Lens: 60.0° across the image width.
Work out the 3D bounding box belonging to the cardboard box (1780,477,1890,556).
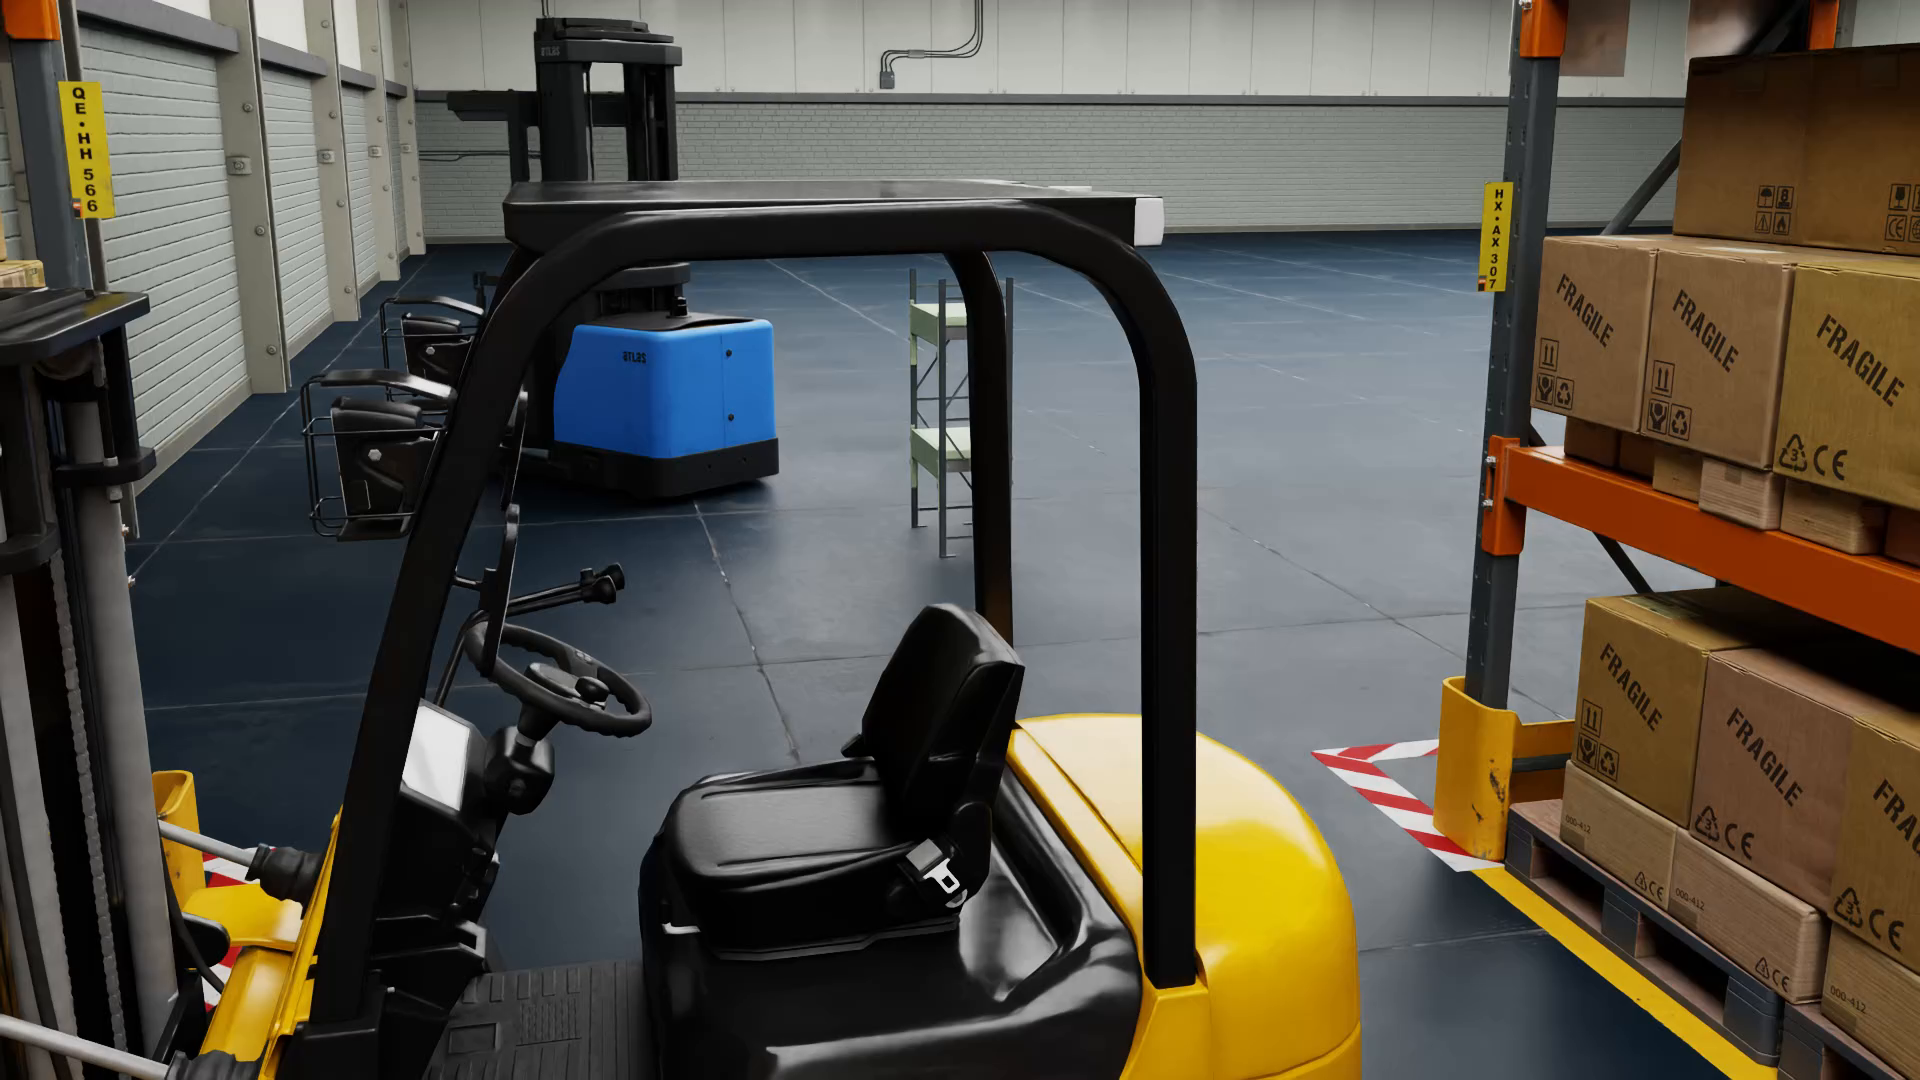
[{"bbox_3d":[2.196,-0.073,3.936,0.380,0.149,0.250,-3,14,-12],"label":"cardboard box"}]

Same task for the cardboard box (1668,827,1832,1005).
[{"bbox_3d":[2.185,0.924,4.233,0.500,0.250,0.500,-3,14,-11],"label":"cardboard box"}]

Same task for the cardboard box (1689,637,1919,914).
[{"bbox_3d":[2.206,0.568,4.112,0.500,0.500,0.500,-4,14,-15],"label":"cardboard box"}]

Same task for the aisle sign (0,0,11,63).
[{"bbox_3d":[-2.402,-1.544,3.949,0.394,0.787,0.004,-3,14,-13],"label":"aisle sign"}]

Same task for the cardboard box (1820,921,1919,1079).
[{"bbox_3d":[2.326,1.049,3.720,0.500,0.250,0.500,-2,14,-9],"label":"cardboard box"}]

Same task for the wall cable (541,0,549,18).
[{"bbox_3d":[-7.207,-11.723,34.351,3.097,2.526,0.112,-3,14,-13],"label":"wall cable"}]

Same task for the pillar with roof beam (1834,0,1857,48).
[{"bbox_3d":[16.004,-11.390,37.086,9.100,9.000,0.400,-3,14,-13],"label":"pillar with roof beam"}]

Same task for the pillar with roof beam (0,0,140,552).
[{"bbox_3d":[-0.609,-4.577,9.201,9.100,9.000,0.400,-3,14,-13],"label":"pillar with roof beam"}]

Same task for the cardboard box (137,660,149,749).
[{"bbox_3d":[-2.261,0.485,3.923,0.500,0.250,0.500,-3,14,-11],"label":"cardboard box"}]

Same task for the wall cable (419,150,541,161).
[{"bbox_3d":[-9.837,-9.119,34.333,3.097,2.526,0.112,-3,14,-13],"label":"wall cable"}]

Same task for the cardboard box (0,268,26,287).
[{"bbox_3d":[-2.229,-0.492,3.542,0.380,0.149,0.250,-3,14,-12],"label":"cardboard box"}]

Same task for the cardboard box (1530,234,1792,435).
[{"bbox_3d":[1.994,-0.596,4.707,0.500,0.500,0.500,-4,14,-14],"label":"cardboard box"}]

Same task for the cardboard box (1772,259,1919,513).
[{"bbox_3d":[2.239,-0.359,3.738,0.500,0.500,0.500,-4,14,-14],"label":"cardboard box"}]

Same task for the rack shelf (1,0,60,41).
[{"bbox_3d":[-2.202,-0.896,1.970,1.077,0.370,4.000,-3,14,-13],"label":"rack shelf"}]

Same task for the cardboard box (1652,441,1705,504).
[{"bbox_3d":[2.087,-0.192,4.422,0.380,0.149,0.250,-4,14,-15],"label":"cardboard box"}]

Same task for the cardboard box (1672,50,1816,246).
[{"bbox_3d":[2.484,-1.100,4.666,0.700,0.500,0.500,-4,14,-15],"label":"cardboard box"}]

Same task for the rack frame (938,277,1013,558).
[{"bbox_3d":[0.084,-0.646,8.910,0.400,1.500,0.023,-3,14,-13],"label":"rack frame"}]

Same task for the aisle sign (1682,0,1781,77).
[{"bbox_3d":[2.419,-1.821,5.081,0.394,0.787,0.004,-3,14,-13],"label":"aisle sign"}]

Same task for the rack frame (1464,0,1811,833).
[{"bbox_3d":[2.152,-0.527,5.265,1.000,3.000,0.127,-3,14,-13],"label":"rack frame"}]

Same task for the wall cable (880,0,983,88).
[{"bbox_3d":[-0.605,-12.805,35.712,2.305,6.003,0.169,-3,14,-13],"label":"wall cable"}]

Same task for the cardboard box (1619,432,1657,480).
[{"bbox_3d":[2.104,-0.258,4.691,0.380,0.149,0.250,-3,14,-12],"label":"cardboard box"}]

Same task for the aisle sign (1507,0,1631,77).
[{"bbox_3d":[1.836,-1.787,4.944,0.394,0.787,0.004,-3,14,-13],"label":"aisle sign"}]

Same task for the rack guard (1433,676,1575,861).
[{"bbox_3d":[2.170,0.705,5.490,1.175,0.500,0.348,-3,14,-13],"label":"rack guard"}]

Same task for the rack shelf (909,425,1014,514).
[{"bbox_3d":[-0.002,-0.413,9.333,0.431,0.370,0.720,-3,14,-13],"label":"rack shelf"}]

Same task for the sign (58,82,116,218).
[{"bbox_3d":[-2.141,-0.954,4.074,0.100,0.325,0.005,-3,14,-13],"label":"sign"}]

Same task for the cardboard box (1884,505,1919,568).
[{"bbox_3d":[2.316,-0.016,3.700,0.380,0.149,0.250,-3,14,-11],"label":"cardboard box"}]

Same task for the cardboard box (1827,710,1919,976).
[{"bbox_3d":[2.316,0.684,3.637,0.500,0.500,0.500,-3,14,-12],"label":"cardboard box"}]

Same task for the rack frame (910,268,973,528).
[{"bbox_3d":[-0.088,-0.815,9.601,0.400,1.500,0.023,-3,14,-13],"label":"rack frame"}]

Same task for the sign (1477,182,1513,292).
[{"bbox_3d":[1.625,-0.917,5.038,0.100,0.325,0.005,-3,14,-13],"label":"sign"}]

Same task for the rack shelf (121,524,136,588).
[{"bbox_3d":[-2.202,0.561,2.326,1.077,0.370,4.000,-3,14,-13],"label":"rack shelf"}]

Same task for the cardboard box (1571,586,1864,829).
[{"bbox_3d":[2.079,0.447,4.605,0.500,0.500,0.500,-4,14,-15],"label":"cardboard box"}]

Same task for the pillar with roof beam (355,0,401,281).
[{"bbox_3d":[-4.836,-8.730,26.198,9.100,9.000,0.400,-3,14,-13],"label":"pillar with roof beam"}]

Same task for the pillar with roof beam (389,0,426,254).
[{"bbox_3d":[-6.246,-10.114,31.864,9.100,9.000,0.400,-3,14,-13],"label":"pillar with roof beam"}]

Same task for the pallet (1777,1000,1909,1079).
[{"bbox_3d":[2.609,1.315,3.599,1.003,0.211,1.213,-3,14,-13],"label":"pallet"}]

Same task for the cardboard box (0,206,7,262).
[{"bbox_3d":[-2.383,-0.687,3.714,0.380,0.149,0.250,-3,14,-13],"label":"cardboard box"}]

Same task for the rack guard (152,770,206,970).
[{"bbox_3d":[-2.678,0.959,4.448,1.175,0.500,0.348,-3,14,-13],"label":"rack guard"}]

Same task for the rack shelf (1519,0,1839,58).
[{"bbox_3d":[2.622,-1.174,3.106,1.077,0.370,4.000,-3,14,-13],"label":"rack shelf"}]

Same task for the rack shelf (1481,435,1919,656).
[{"bbox_3d":[2.622,0.284,3.462,1.077,0.370,4.000,-3,14,-13],"label":"rack shelf"}]

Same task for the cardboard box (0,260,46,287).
[{"bbox_3d":[-2.318,-0.549,3.776,0.380,0.149,0.250,-3,14,-12],"label":"cardboard box"}]

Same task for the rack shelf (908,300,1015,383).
[{"bbox_3d":[-0.002,-1.109,9.163,0.431,0.370,0.720,-3,14,-13],"label":"rack shelf"}]

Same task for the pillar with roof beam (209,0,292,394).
[{"bbox_3d":[-2.018,-5.961,14.867,9.100,9.000,0.400,-3,14,-13],"label":"pillar with roof beam"}]

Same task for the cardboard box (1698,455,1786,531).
[{"bbox_3d":[2.102,-0.131,4.172,0.380,0.149,0.250,-3,14,-12],"label":"cardboard box"}]

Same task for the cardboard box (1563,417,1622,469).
[{"bbox_3d":[2.031,-0.315,4.927,0.380,0.149,0.250,-3,14,-13],"label":"cardboard box"}]

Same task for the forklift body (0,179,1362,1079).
[{"bbox_3d":[-0.453,0.498,2.855,2.313,2.155,1.214,-3,14,-13],"label":"forklift body"}]

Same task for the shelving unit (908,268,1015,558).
[{"bbox_3d":[-0.002,-0.730,9.255,0.431,1.500,0.755,-3,14,-13],"label":"shelving unit"}]

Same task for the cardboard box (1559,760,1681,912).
[{"bbox_3d":[2.073,0.806,4.716,0.500,0.250,0.500,-3,14,-14],"label":"cardboard box"}]

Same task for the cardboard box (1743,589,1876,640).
[{"bbox_3d":[2.594,0.411,4.755,0.500,0.500,0.500,-3,14,-13],"label":"cardboard box"}]

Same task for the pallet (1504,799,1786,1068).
[{"bbox_3d":[2.326,1.034,4.749,1.003,0.211,1.213,-3,14,-13],"label":"pallet"}]

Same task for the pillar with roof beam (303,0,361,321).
[{"bbox_3d":[-3.427,-7.346,20.532,9.100,9.000,0.400,-3,14,-13],"label":"pillar with roof beam"}]

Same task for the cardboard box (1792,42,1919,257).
[{"bbox_3d":[2.596,-0.983,4.187,0.700,0.500,0.500,-3,14,-13],"label":"cardboard box"}]

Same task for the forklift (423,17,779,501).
[{"bbox_3d":[-2.651,-1.928,11.143,3.031,2.935,1.130,11,17,38],"label":"forklift"}]

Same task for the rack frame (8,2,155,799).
[{"bbox_3d":[-2.672,-0.250,4.129,1.000,3.000,0.127,-3,14,-13],"label":"rack frame"}]

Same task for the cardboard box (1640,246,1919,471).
[{"bbox_3d":[2.118,-0.476,4.219,0.500,0.500,0.500,-3,14,-11],"label":"cardboard box"}]
